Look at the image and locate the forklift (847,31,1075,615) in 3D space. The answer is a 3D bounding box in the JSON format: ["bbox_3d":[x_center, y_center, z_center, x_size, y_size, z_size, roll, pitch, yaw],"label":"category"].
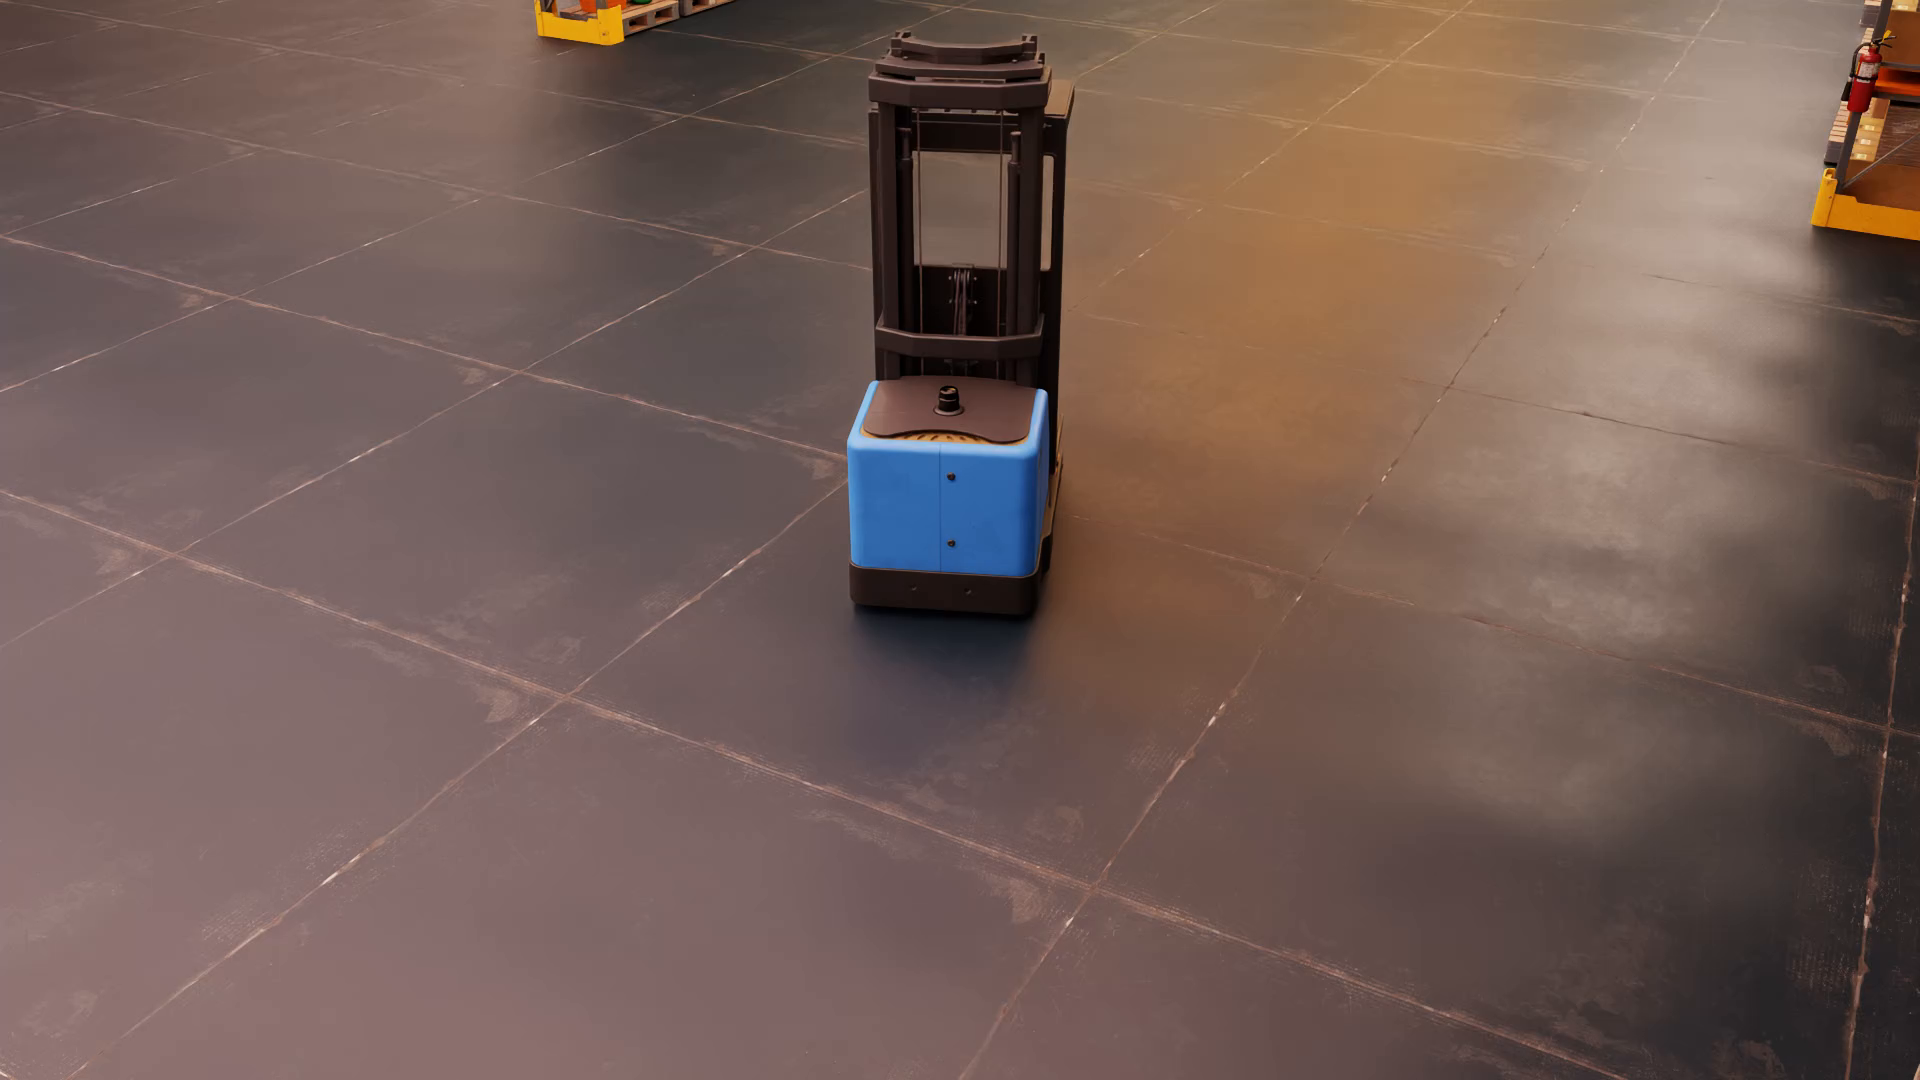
[{"bbox_3d":[0.072,-1.572,9.794,1.130,2.935,3.031,3,30,6],"label":"forklift"}]
